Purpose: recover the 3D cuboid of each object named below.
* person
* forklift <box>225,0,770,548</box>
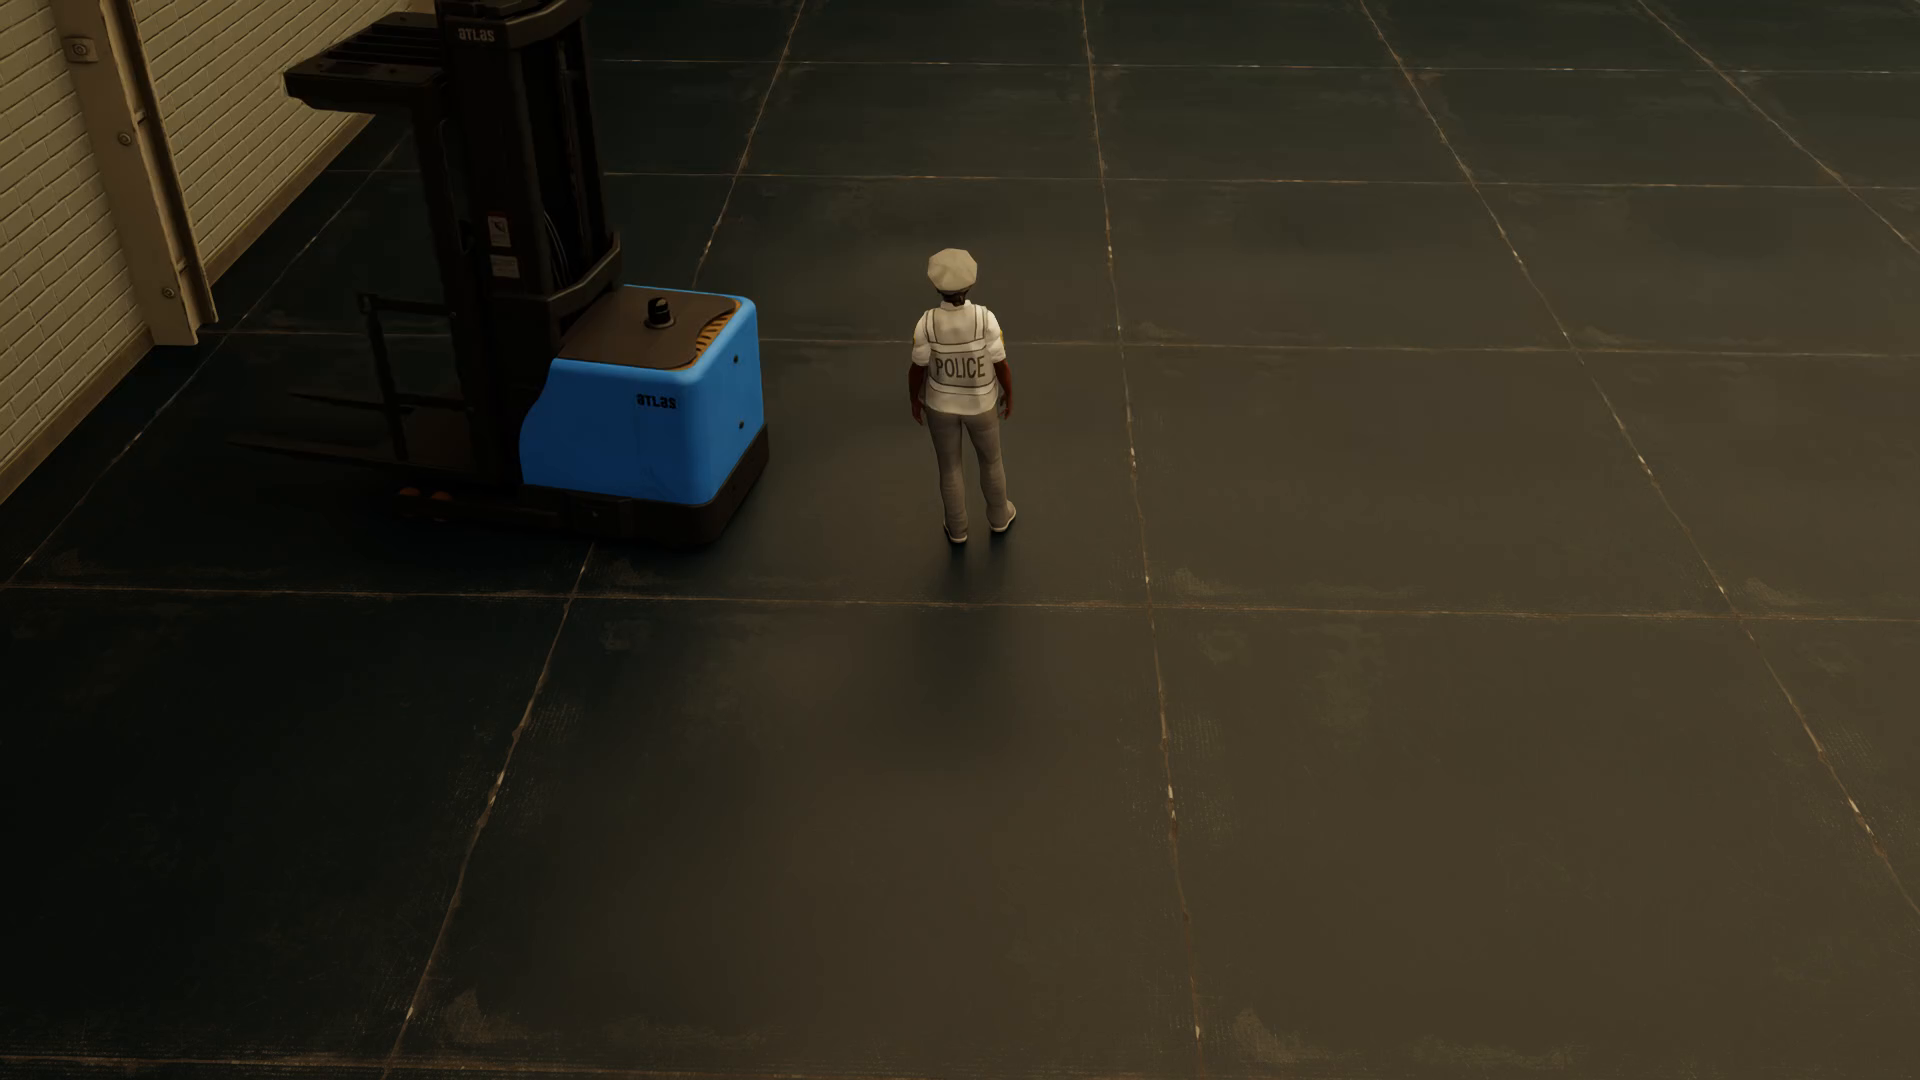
[{"bbox_3d":[0.022,-0.755,8.691,0.570,1.695,0.530,1,33,1],"label":"person"},{"bbox_3d":[-2.684,-1.600,8.864,3.031,2.935,1.130,7,34,11],"label":"forklift"}]
